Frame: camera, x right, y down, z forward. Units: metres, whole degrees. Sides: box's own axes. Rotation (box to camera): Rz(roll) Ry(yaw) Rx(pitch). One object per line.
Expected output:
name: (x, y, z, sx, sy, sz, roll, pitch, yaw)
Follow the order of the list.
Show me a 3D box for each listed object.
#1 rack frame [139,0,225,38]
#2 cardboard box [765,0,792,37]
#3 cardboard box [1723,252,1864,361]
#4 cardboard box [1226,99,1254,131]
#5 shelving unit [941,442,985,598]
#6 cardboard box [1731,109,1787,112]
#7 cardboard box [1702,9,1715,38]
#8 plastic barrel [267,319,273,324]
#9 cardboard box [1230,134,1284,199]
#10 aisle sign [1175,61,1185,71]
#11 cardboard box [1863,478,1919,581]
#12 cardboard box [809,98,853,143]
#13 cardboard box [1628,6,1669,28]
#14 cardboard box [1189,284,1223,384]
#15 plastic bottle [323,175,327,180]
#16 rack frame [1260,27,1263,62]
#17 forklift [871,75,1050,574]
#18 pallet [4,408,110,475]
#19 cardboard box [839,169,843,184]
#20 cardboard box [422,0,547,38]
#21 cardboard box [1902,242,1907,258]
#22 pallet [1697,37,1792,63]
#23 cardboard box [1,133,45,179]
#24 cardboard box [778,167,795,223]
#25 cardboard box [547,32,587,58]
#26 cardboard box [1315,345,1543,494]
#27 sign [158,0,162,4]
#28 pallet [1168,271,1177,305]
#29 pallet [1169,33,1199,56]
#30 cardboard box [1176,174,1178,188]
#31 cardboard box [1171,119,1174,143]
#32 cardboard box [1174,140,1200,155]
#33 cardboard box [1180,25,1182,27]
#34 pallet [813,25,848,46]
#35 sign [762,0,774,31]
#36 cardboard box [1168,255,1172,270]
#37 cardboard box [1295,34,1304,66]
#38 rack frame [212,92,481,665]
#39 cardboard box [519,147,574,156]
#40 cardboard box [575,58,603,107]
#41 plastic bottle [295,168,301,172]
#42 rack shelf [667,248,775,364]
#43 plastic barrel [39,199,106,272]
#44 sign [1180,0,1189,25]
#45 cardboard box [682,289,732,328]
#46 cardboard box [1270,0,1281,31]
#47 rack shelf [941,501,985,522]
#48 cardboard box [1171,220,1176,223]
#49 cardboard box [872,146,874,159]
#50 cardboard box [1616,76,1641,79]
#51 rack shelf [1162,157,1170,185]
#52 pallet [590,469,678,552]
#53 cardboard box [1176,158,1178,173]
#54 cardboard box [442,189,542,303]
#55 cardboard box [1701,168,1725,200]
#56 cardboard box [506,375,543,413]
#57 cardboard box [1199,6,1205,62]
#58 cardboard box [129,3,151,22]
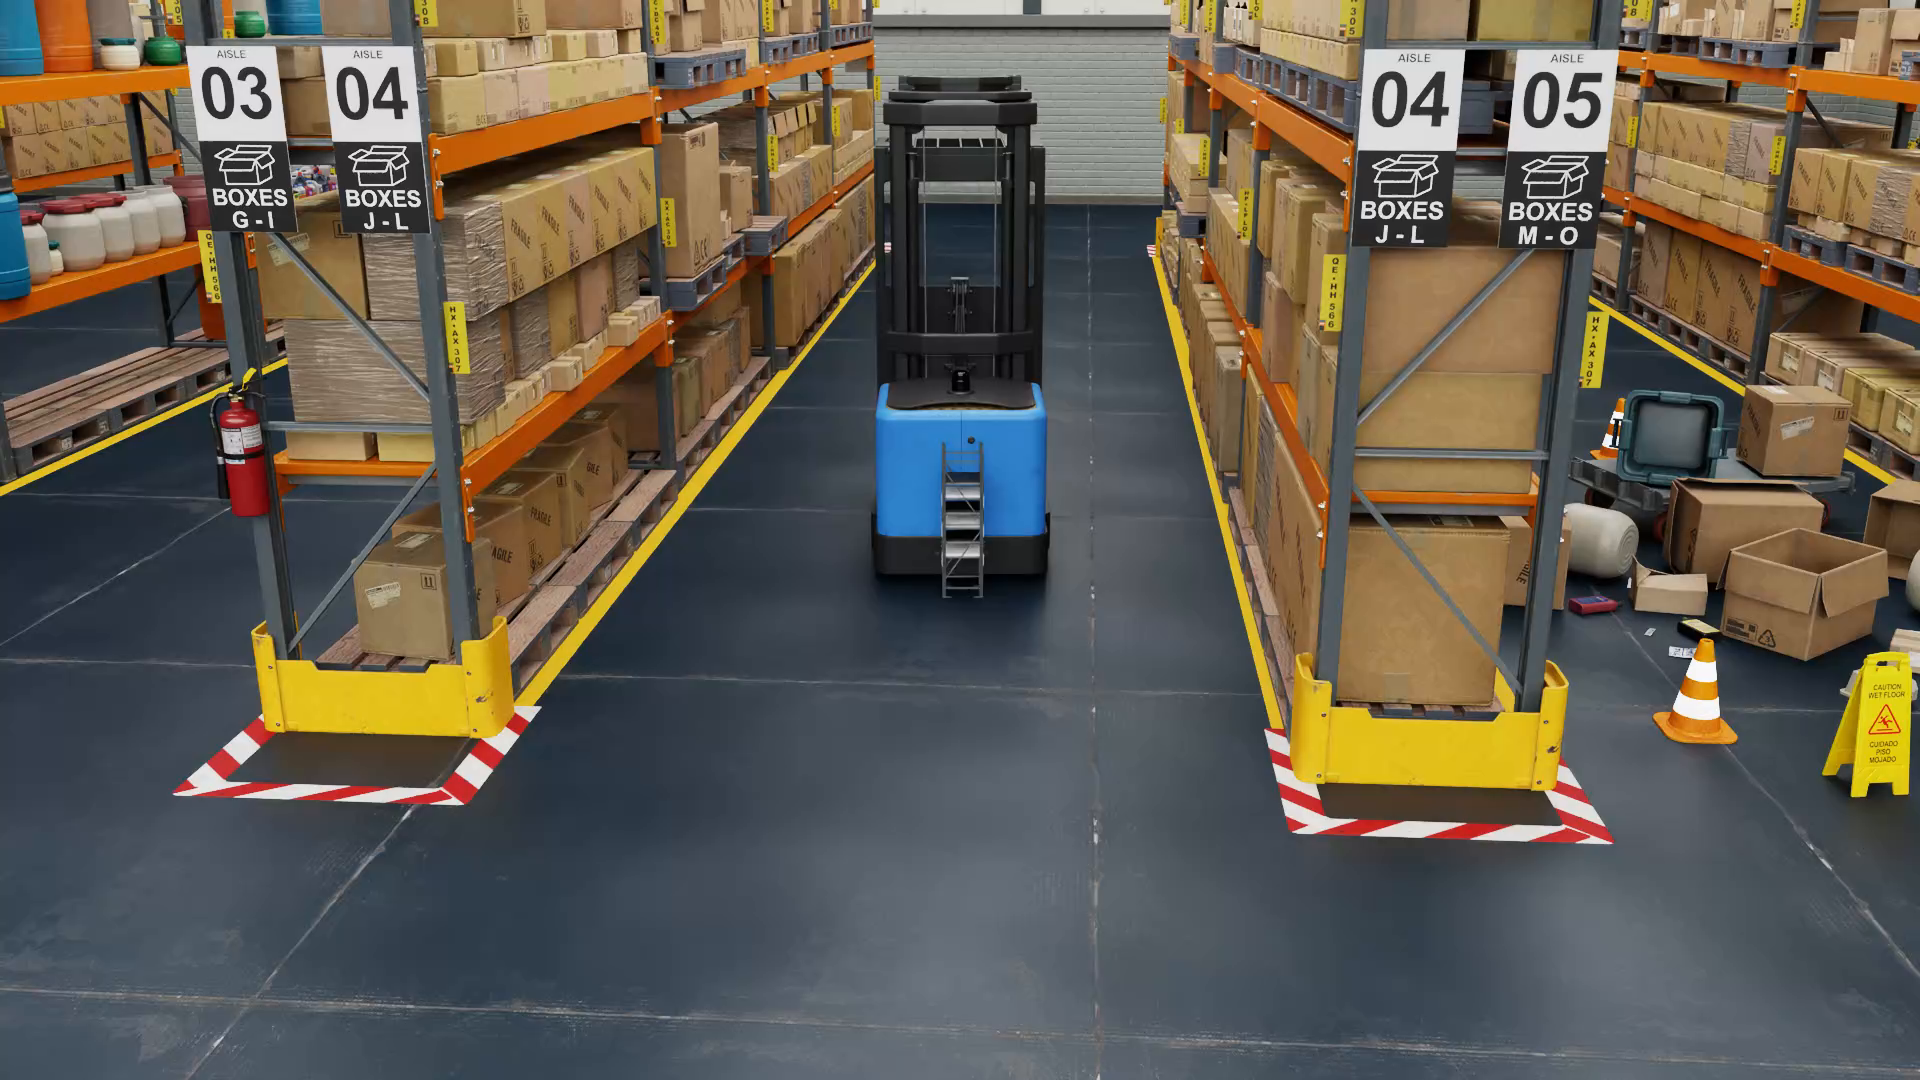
rack frame: (-7.180, -5.958, 14.654, 1.000, 3.000, 0.127, 1, 18, 4)
cardboard box: (-2.114, -5.306, 16.640, 0.797, 0.503, 0.637, 1, 18, 3)
cardboard box: (7.777, -2.178, 15.490, 0.875, 0.875, 0.875, 1, 18, 3)
cardboard box: (3.263, -4.896, 18.802, 0.500, 0.500, 0.500, 2, 18, 5)
shelving unit: (0.015, -0.116, 9.833, 0.258, 0.900, 0.210, 0, 18, -1)
cardboard box: (8.065, -4.078, 16.785, 0.500, 0.500, 0.500, 2, 18, 6)
cardboard box: (7.452, -5.019, 16.148, 0.396, 0.266, 0.258, 3, 18, 8)
plastic barrel: (-7.210, -2.454, 16.917, 0.421, 0.512, 0.421, 0, 18, 0)
cardboard box: (2.624, -3.081, 13.742, 0.700, 0.500, 0.500, 1, 18, 3)
aisle sign: (2.980, -6.604, 22.085, 0.394, 0.787, 0.004, 1, 18, 4)
cardboard box: (5.924, -0.044, 10.250, 0.500, 0.500, 0.500, 17, 25, 41)
cardboard box: (-1.588, -5.123, 20.299, 0.500, 0.500, 0.500, 1, 18, 2)
cardboard box: (7.658, -5.832, 18.467, 0.396, 0.266, 0.258, 2, 18, 6)
cardboard box: (2.567, -1.798, 14.531, 1.050, 0.750, 0.750, 1, 18, 3)
plastic bottle: (-6.813, -3.772, 17.823, 0.097, 0.271, 0.097, 0, 18, 0)
rack frame: (2.414, -4.463, 10.092, 1.000, 3.000, 0.127, 1, 18, 4)
forklift: (-0.006, -1.589, 11.065, 1.130, 2.935, 3.031, 0, 18, -1)
pallet: (-7.449, -0.785, 12.978, 1.003, 0.211, 1.213, 1, 18, 4)
cardboard box: (-1.581, -4.286, 19.588, 0.380, 0.149, 0.250, 1, 18, 2)
cardboard box: (-2.437, -2.819, 8.450, 0.500, 0.500, 0.500, 1, 18, 4)
cardboard box: (7.329, -2.175, 12.474, 0.380, 0.149, 0.250, 1, 18, 2)
pallet: (7.716, -4.660, 15.812, 1.003, 0.211, 1.213, 2, 18, 6)
cardboard box: (-11.525, -4.661, 20.170, 0.500, 0.500, 0.500, 2, 18, 5)
cardboard box: (-1.899, -3.349, 16.167, 0.500, 0.500, 0.500, 1, 18, 2)
cardboard box: (-2.389, -2.865, 9.632, 0.380, 0.149, 0.250, 2, 18, 6)
cardboard box: (2.108, -0.557, 7.566, 0.875, 0.550, 0.550, 1, 18, 4)
sign: (-10.994, -7.531, 22.850, 0.100, 0.325, 0.005, 1, 18, 4)
pallet: (3.000, -2.981, 19.682, 1.003, 0.211, 1.213, 1, 18, 4)
pallet: (2.837, -5.244, 17.593, 1.213, 0.211, 1.003, 1, 18, 4)
cardboard box: (2.412, -3.659, 17.002, 0.380, 0.149, 0.250, 1, 18, 3)
cardboard box: (2.875, -4.918, 20.475, 0.500, 0.500, 0.500, 1, 18, 2)
cardboard box: (2.445, -4.104, 17.404, 0.380, 0.149, 0.250, 1, 18, 3)
cardboard box: (2.848, -6.161, 19.529, 0.500, 0.250, 0.500, 2, 18, 6)
pallet: (-1.884, -5.876, 19.364, 1.003, 0.211, 1.213, 1, 18, 4)
sign: (-1.698, -4.655, 14.665, 0.100, 0.325, 0.005, 1, 18, 4)
cardboard box: (2.750, -3.393, 20.363, 0.380, 0.149, 0.250, 1, 18, 4)
cardboard box: (1.923, -2.508, 8.510, 0.380, 0.149, 0.250, 2, 18, 5)
rack frame: (-2.813, -0.512, 7.668, 1.000, 3.000, 0.127, 1, 18, 4)
cardboard box: (-2.812, -2.284, 10.833, 0.500, 0.500, 0.500, 1, 18, 4)
cardboard box: (-2.378, -2.641, 9.588, 0.500, 0.250, 0.500, 1, 18, 4)
plastic bottle: (-7.368, -4.004, 18.532, 0.097, 0.271, 0.097, 0, 18, 0)
rack shelf: (-2.383, -2.034, 13.467, 1.077, 0.370, 4.000, 1, 18, 4)
plastic barrel: (-7.126, -2.450, 13.363, 0.433, 0.535, 0.433, 0, 18, 0)
sign: (2.445, -5.778, 18.091, 0.100, 0.325, 0.005, 1, 18, 4)
cardboard box: (-2.285, -2.000, 14.314, 0.500, 0.250, 0.500, 3, 18, 10)
cardboard box: (2.065, -3.052, 9.532, 0.500, 0.250, 0.500, 1, 18, 3)
rack shelf: (0.015, -0.170, 9.815, 0.258, 0.077, 0.200, 0, 18, -1)
cardboard box: (2.887, -3.983, 21.210, 0.380, 0.149, 0.250, 2, 18, 6)
cardboard box: (-1.363, -5.244, 22.513, 0.380, 0.149, 0.250, 2, 18, 5)
cardboard box: (8.315, -5.657, 20.561, 0.380, 0.149, 0.250, 1, 18, 3)
rack shelf: (3.131, -4.376, 20.616, 1.077, 0.370, 4.000, 1, 18, 4)
pallet: (-2.539, -0.220, 11.255, 1.003, 0.211, 1.213, 1, 18, 4)
cardboard box: (2.430, -3.881, 17.201, 0.380, 0.149, 0.250, 2, 18, 6)
cardboard box: (-2.459, -1.496, 8.427, 0.500, 0.500, 0.500, 1, 18, 4)
cardboard box: (7.476, -3.417, 15.971, 0.500, 0.250, 0.500, 1, 18, 2)
cardboard box: (-2.463, -0.786, 8.908, 0.380, 0.149, 0.250, 1, 18, 4)
cardboard box: (2.551, -4.821, 15.842, 0.500, 0.500, 0.500, 1, 18, 4)
cardboard box: (-11.329, -7.130, 22.486, 0.500, 0.250, 0.500, 1, 18, 4)
